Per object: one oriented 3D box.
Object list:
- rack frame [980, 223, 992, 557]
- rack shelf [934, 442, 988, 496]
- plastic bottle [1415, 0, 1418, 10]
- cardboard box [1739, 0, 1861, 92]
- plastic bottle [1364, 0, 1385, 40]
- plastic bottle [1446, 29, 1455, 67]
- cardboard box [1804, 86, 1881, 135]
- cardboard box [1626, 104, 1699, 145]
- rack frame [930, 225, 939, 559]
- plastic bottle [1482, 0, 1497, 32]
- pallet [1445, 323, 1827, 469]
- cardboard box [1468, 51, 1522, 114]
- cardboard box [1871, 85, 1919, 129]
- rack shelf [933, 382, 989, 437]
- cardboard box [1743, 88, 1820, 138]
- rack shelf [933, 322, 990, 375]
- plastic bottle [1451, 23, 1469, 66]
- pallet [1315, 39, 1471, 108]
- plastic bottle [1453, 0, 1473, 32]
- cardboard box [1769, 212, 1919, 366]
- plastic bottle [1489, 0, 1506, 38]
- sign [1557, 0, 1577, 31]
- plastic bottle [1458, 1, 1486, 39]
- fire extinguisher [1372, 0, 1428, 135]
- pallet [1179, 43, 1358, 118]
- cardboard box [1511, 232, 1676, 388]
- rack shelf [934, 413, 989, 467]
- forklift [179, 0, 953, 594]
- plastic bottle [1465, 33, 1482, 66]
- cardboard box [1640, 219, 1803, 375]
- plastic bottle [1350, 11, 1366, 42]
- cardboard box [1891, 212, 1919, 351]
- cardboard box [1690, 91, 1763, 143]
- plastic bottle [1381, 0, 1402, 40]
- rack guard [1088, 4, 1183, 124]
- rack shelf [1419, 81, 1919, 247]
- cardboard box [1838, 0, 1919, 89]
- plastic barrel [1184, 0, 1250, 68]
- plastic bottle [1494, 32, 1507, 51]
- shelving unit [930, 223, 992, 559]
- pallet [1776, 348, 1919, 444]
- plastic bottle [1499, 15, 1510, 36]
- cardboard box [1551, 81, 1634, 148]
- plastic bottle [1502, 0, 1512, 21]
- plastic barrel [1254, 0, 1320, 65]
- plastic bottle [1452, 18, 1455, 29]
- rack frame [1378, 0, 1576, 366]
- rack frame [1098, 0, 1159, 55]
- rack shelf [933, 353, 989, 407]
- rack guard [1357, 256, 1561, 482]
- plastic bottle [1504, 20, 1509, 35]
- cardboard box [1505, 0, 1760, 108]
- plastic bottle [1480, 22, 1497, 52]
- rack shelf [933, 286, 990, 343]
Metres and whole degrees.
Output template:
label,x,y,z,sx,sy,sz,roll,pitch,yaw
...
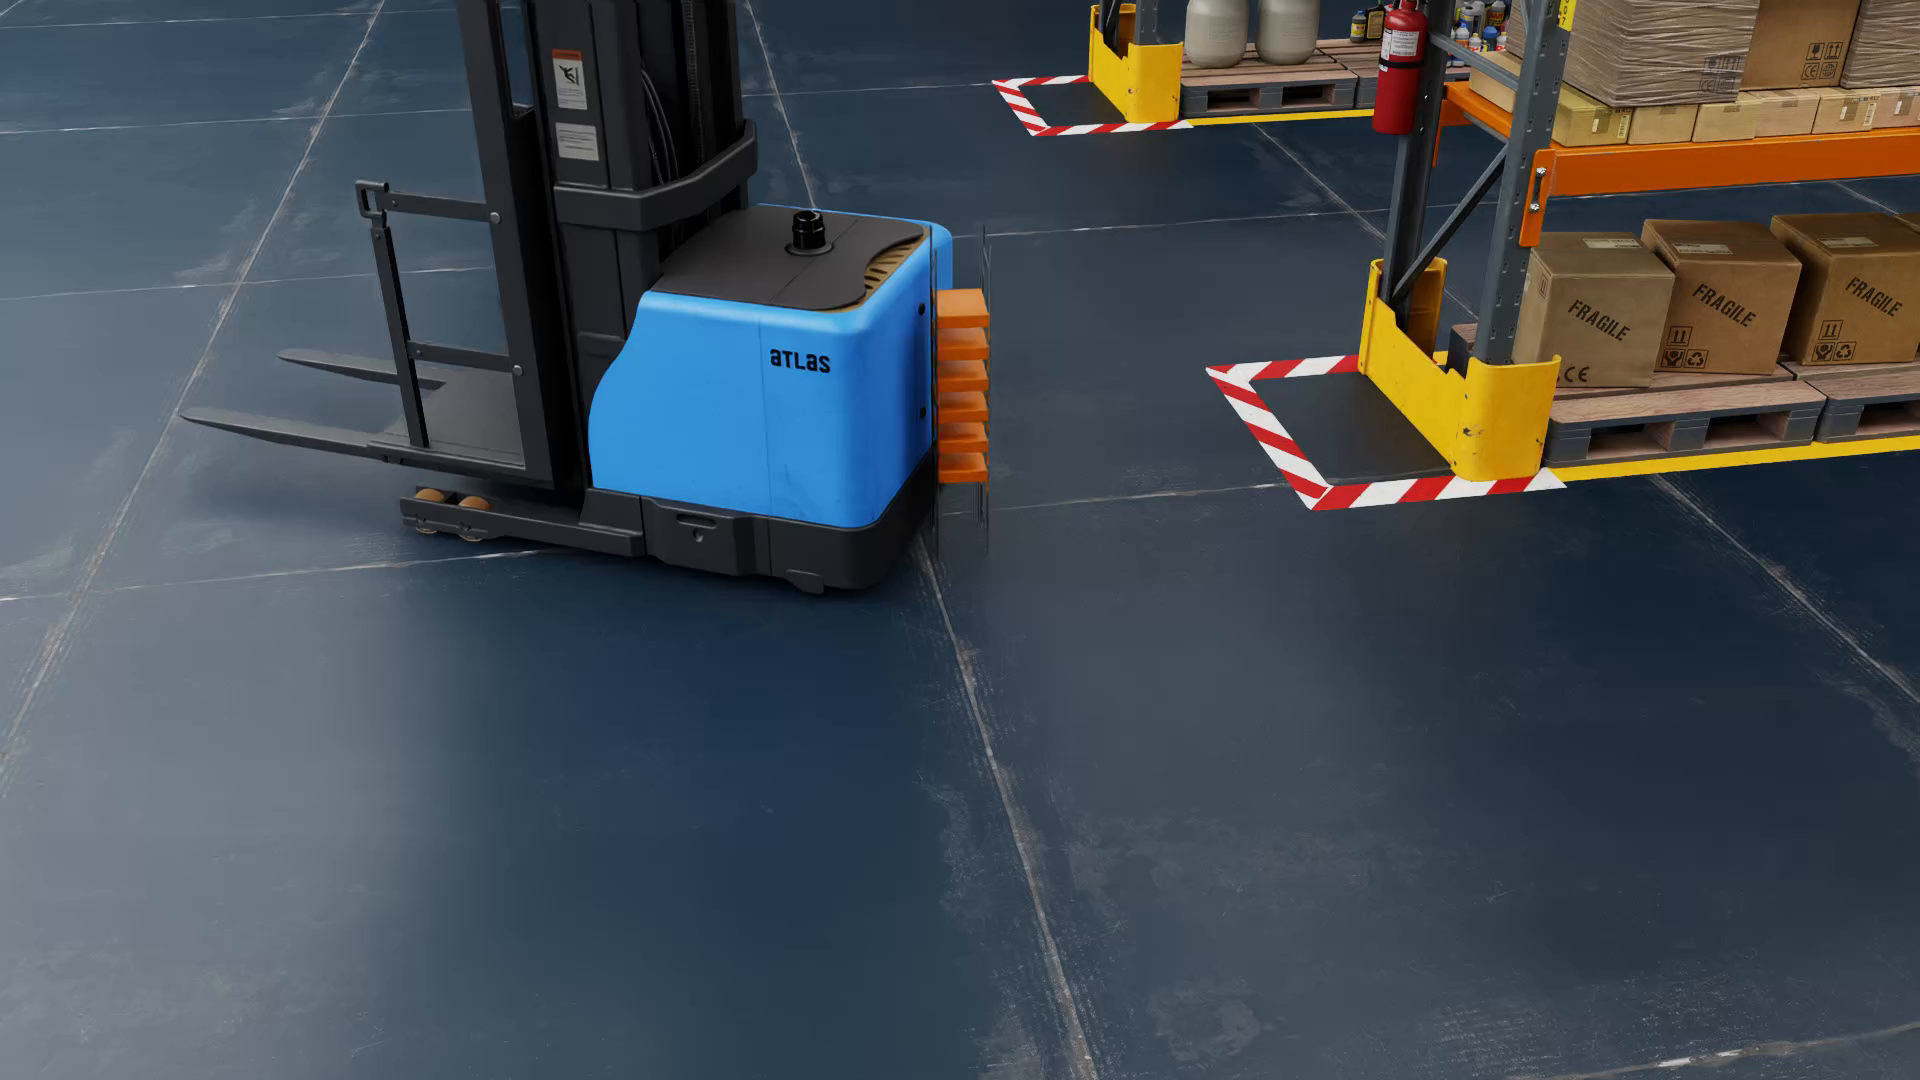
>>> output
label,x,y,z,sx,sy,sz,roll,pitch,yaw
rack frame,0.092,-0.516,5.944,0.006,1.200,0.240,-3,31,-5
rack shelf,0.001,-0.267,6.081,0.180,0.103,0.258,-3,31,-5
plastic bottle,3.227,-3.713,11.859,0.135,0.276,0.152,-6,31,-10
cardboard box,3.019,-2.134,6.527,0.500,0.500,0.875,-5,31,-9
plastic bottle,2.950,-3.714,11.854,0.133,0.283,0.061,-5,31,-8
plastic bottle,3.287,-3.345,11.237,0.097,0.271,0.097,0,30,0
cardboard box,3.313,-1.700,6.430,0.250,0.149,0.380,-5,31,-9
cardboard box,2.575,-1.632,6.315,0.250,0.149,0.380,-5,31,-9
rack frame,-0.090,-0.508,5.929,0.006,1.200,0.240,-3,31,-5
plastic bottle,3.821,-3.795,11.991,0.133,0.283,0.061,-4,31,-7
pallet,2.883,-0.682,7.201,1.213,0.211,1.003,-5,31,-9
cardboard box,2.246,-1.841,6.669,0.250,0.149,0.380,-5,31,-9
cardboard box,3.554,-1.737,6.492,0.250,0.149,0.380,-5,31,-9
rack shelf,0.001,-0.474,5.959,0.180,0.103,0.258,-3,31,-5
cardboard box,3.066,-1.681,6.397,0.250,0.149,0.380,-5,31,-9
rack shelf,0.001,-0.680,5.837,0.180,0.103,0.258,-3,31,-5
plastic bottle,3.385,-3.354,11.252,0.097,0.271,0.097,0,30,0
pallet,3.174,-3.299,11.653,1.213,0.211,1.003,-5,31,-9
plastic bottle,3.572,-3.780,11.898,0.185,0.351,0.144,-6,31,-9
cardboard box,3.821,-1.092,7.199,0.500,0.500,0.500,-3,31,-4
plastic bottle,3.853,-3.752,11.930,0.097,0.271,0.097,0,30,0
sign,2.100,-1.923,5.707,0.005,0.325,0.100,-5,31,-9
plastic bottle,3.624,-3.676,11.795,0.135,0.276,0.152,-5,31,-9
fire extinguisher,1.807,-2.006,6.779,0.183,0.674,0.296,-5,31,-9
pallet,1.977,-3.190,11.466,1.213,0.211,1.003,-5,31,-9
cardboard box,2.620,-0.972,6.996,0.500,0.500,0.500,0,30,0
rack shelf,0.001,-0.370,6.020,0.180,0.103,0.258,-3,31,-5
forklift,-1.588,-1.500,5.910,3.031,2.935,1.130,9,32,15
plastic bottle,3.483,-3.333,11.285,0.097,0.201,0.097,0,30,0
cardboard box,3.202,-1.044,7.118,0.500,0.500,0.500,2,31,4
plastic bottle,2.838,-3.659,11.841,0.097,0.201,0.097,0,30,0
cardboard box,4.378,-1.120,7.248,0.500,0.500,0.500,-8,31,-13
cardboard box,2.824,-1.648,6.341,0.250,0.149,0.380,-5,31,-9
plastic bottle,3.091,-3.701,11.838,0.135,0.276,0.152,-5,31,-9
rack guard,1.177,-3.243,11.271,0.348,0.500,1.175,-5,31,-9
rack shelf,3.970,-1.693,6.879,4.000,0.370,1.077,-5,31,-9
cardboard box,3.518,-2.158,6.568,0.500,0.500,0.875,-5,31,-9
plastic barrel,1.744,-3.496,11.277,0.421,0.512,0.421,0,30,0
plastic bottle,3.685,-3.351,11.317,0.097,0.201,0.097,0,30,0
shelving unit,0.001,-0.512,5.937,0.189,1.200,0.258,-3,31,-5
pallet,4.080,-0.791,7.388,1.213,0.211,1.003,-5,31,-9
plastic bottle,3.777,-3.464,11.428,0.133,0.283,0.061,-5,31,-9
cardboard box,2.326,-1.619,6.292,0.250,0.149,0.380,-5,31,-9
plastic bottle,3.991,-3.819,11.964,0.185,0.351,0.144,-7,31,-11
plastic barrel,2.237,-3.542,11.355,0.421,0.512,0.421,0,30,0
plastic bottle,3.454,-3.642,11.812,0.097,0.201,0.097,0,30,0
rack frame,2.002,-1.820,6.386,0.127,3.000,1.000,-5,31,-9
rack frame,1.110,-4.290,10.586,0.127,3.000,1.000,-5,31,-9
rack shelf,0.001,-0.577,5.898,0.180,0.103,0.258,-3,31,-5
rack guard,2.077,-0.750,7.032,0.348,0.500,1.175,-5,31,-9
plastic bottle,3.796,-3.408,11.340,0.135,0.276,0.152,-5,31,-8
cardboard box,2.548,-2.028,6.348,0.500,0.500,0.875,-5,31,-9
plastic bottle,3.585,-3.372,11.284,0.097,0.271,0.097,0,30,0
rack shelf,0.001,-0.784,5.776,0.180,0.103,0.258,-3,31,-5
